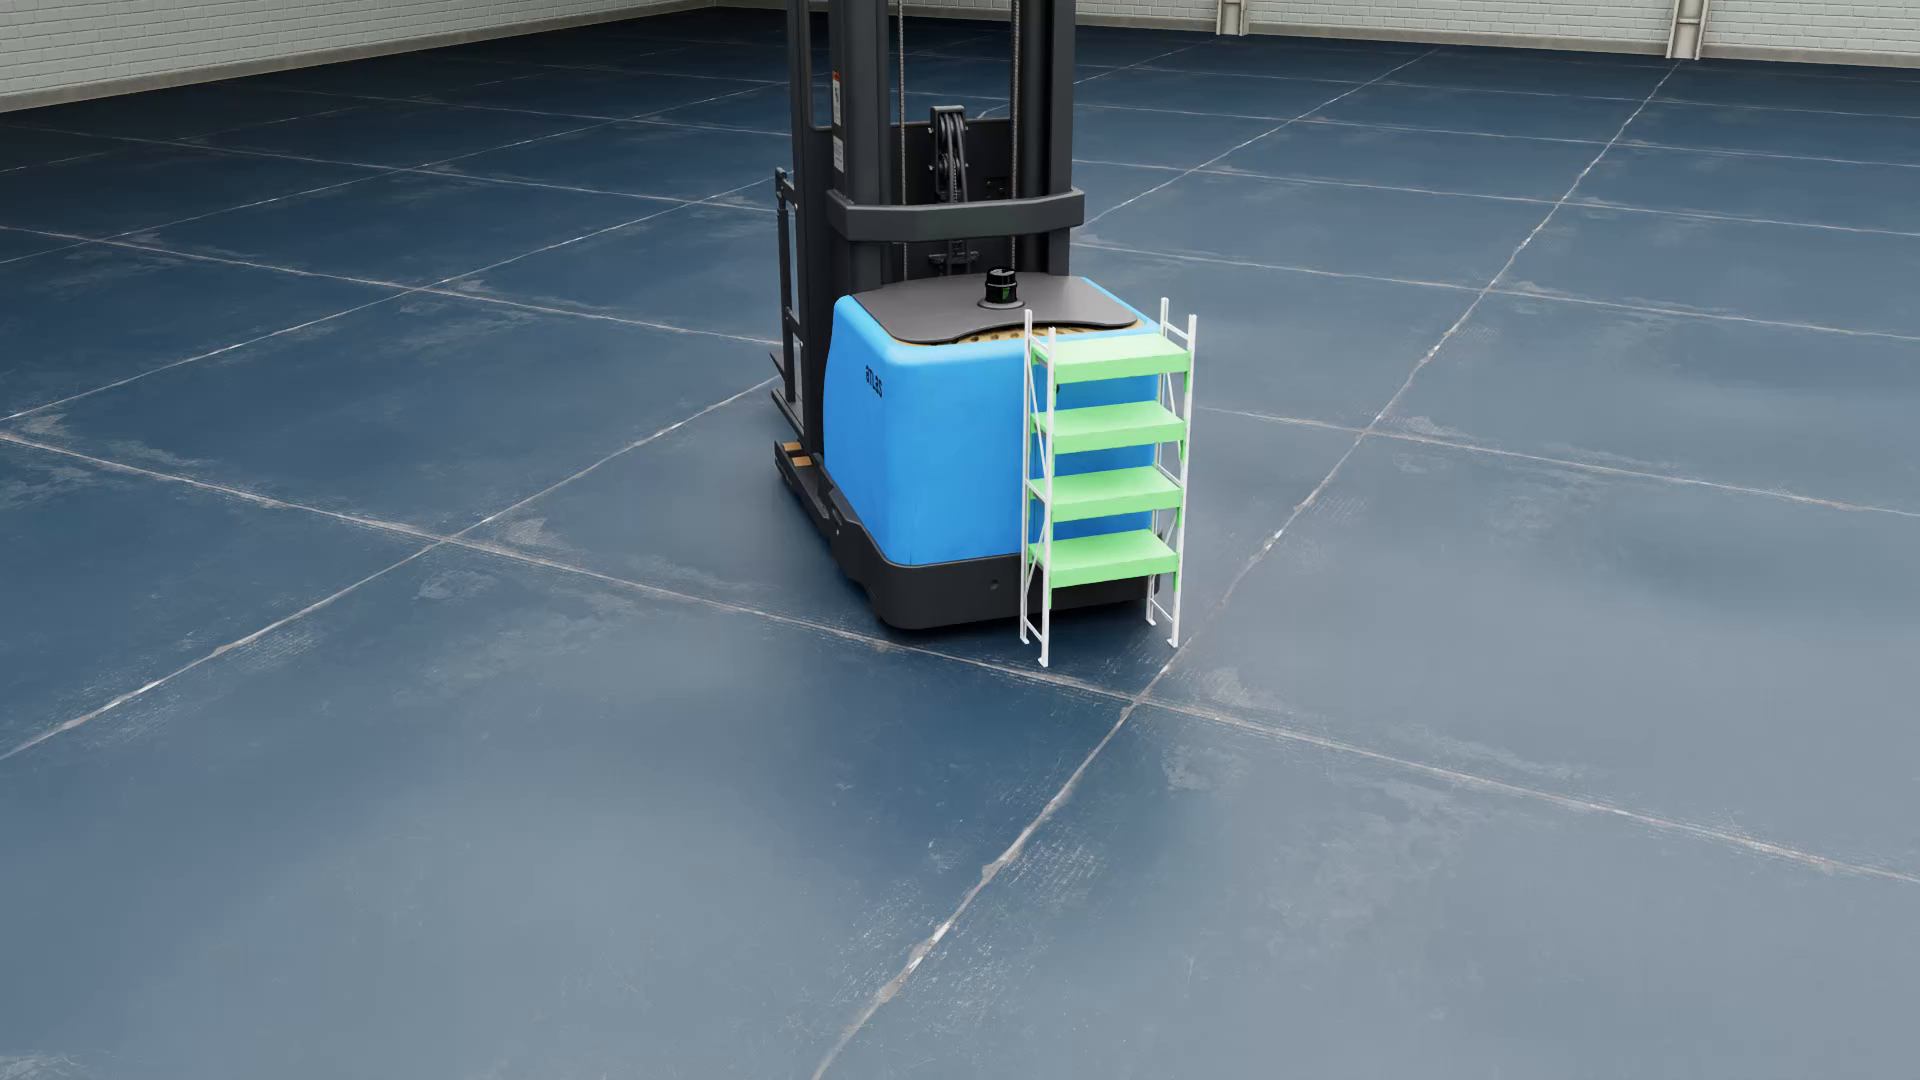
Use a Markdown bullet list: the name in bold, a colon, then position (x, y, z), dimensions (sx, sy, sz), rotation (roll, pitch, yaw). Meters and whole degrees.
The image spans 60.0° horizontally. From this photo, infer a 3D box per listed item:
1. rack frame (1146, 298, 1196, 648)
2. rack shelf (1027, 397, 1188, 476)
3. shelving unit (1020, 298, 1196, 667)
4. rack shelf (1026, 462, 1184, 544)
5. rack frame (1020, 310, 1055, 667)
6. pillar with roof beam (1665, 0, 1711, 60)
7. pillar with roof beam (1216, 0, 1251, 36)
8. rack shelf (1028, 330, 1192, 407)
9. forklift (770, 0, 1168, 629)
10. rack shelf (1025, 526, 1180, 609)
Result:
- **rack frame**: position (0.723, -0.218, 5.729), dimensions (0.015, 1.200, 0.240), rotation (-7, 24, -16)
- **rack shelf**: position (0.490, -0.351, 5.591), dimensions (0.480, 0.148, 0.258), rotation (-7, 24, -16)
- **shelving unit**: position (0.490, -0.188, 5.660), dimensions (0.503, 1.200, 0.258), rotation (-7, 24, -16)
- **rack shelf**: position (0.490, -0.130, 5.685), dimensions (0.480, 0.148, 0.258), rotation (-7, 24, -16)
- **rack frame**: position (0.258, -0.159, 5.591), dimensions (0.015, 1.200, 0.240), rotation (-7, 24, -16)
- **pillar with roof beam**: position (7.303, -8.807, 15.960), dimensions (0.400, 9.000, 9.100), rotation (11, 25, 25)
- **pillar with roof beam**: position (1.949, -9.866, 18.451), dimensions (0.400, 9.000, 9.100), rotation (11, 25, 25)
- **rack shelf**: position (0.490, -0.571, 5.497), dimensions (0.480, 0.148, 0.258), rotation (-7, 24, -16)
- **forklift**: position (-0.188, -1.584, 6.730), dimensions (1.130, 2.935, 3.031), rotation (-7, 24, -16)
- **rack shelf**: position (0.490, 0.091, 5.779), dimensions (0.480, 0.148, 0.258), rotation (-7, 24, -16)
